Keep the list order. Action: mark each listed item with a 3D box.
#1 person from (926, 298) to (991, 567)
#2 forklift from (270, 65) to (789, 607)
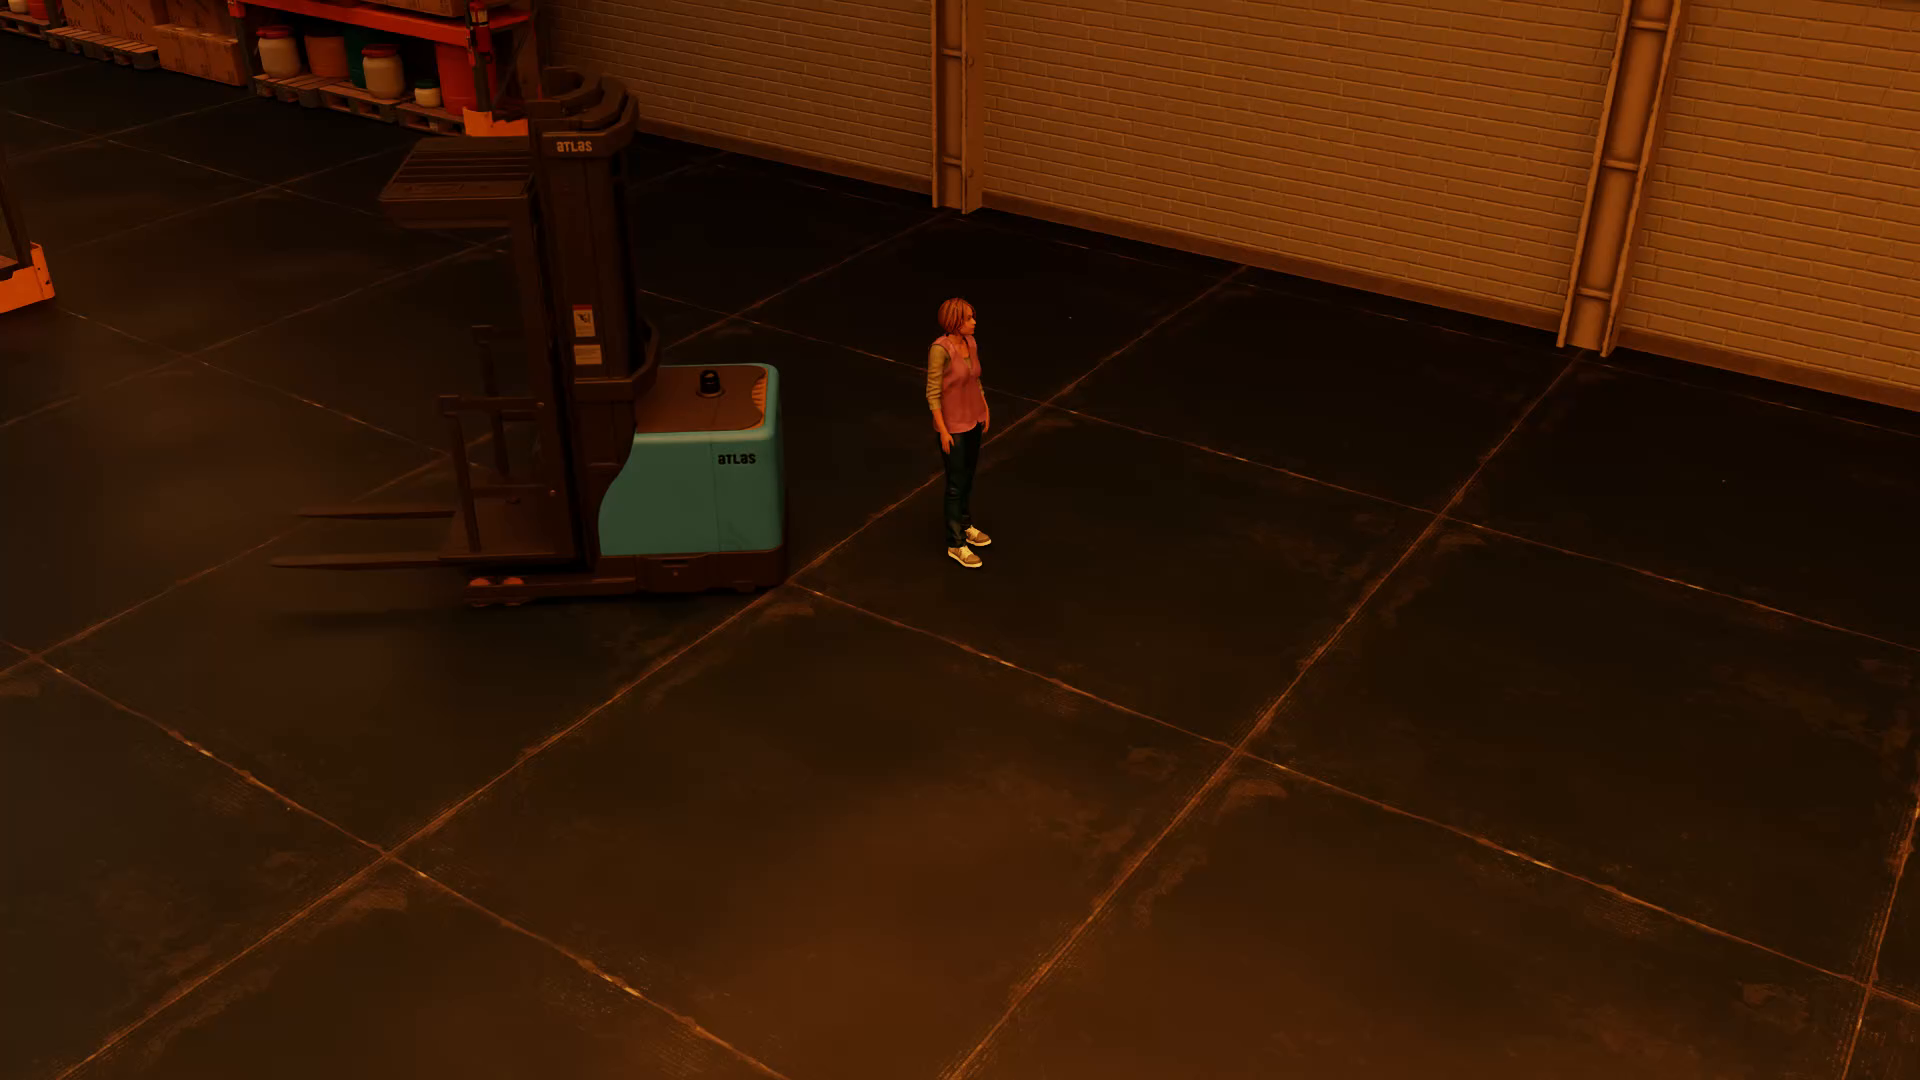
[{"bbox_3d":[0.053,-0.670,10.049,0.475,1.598,0.519,19,35,29],"label":"person"},{"bbox_3d":[-2.585,-1.147,9.556,3.031,2.935,1.130,-2,30,-3],"label":"forklift"}]
